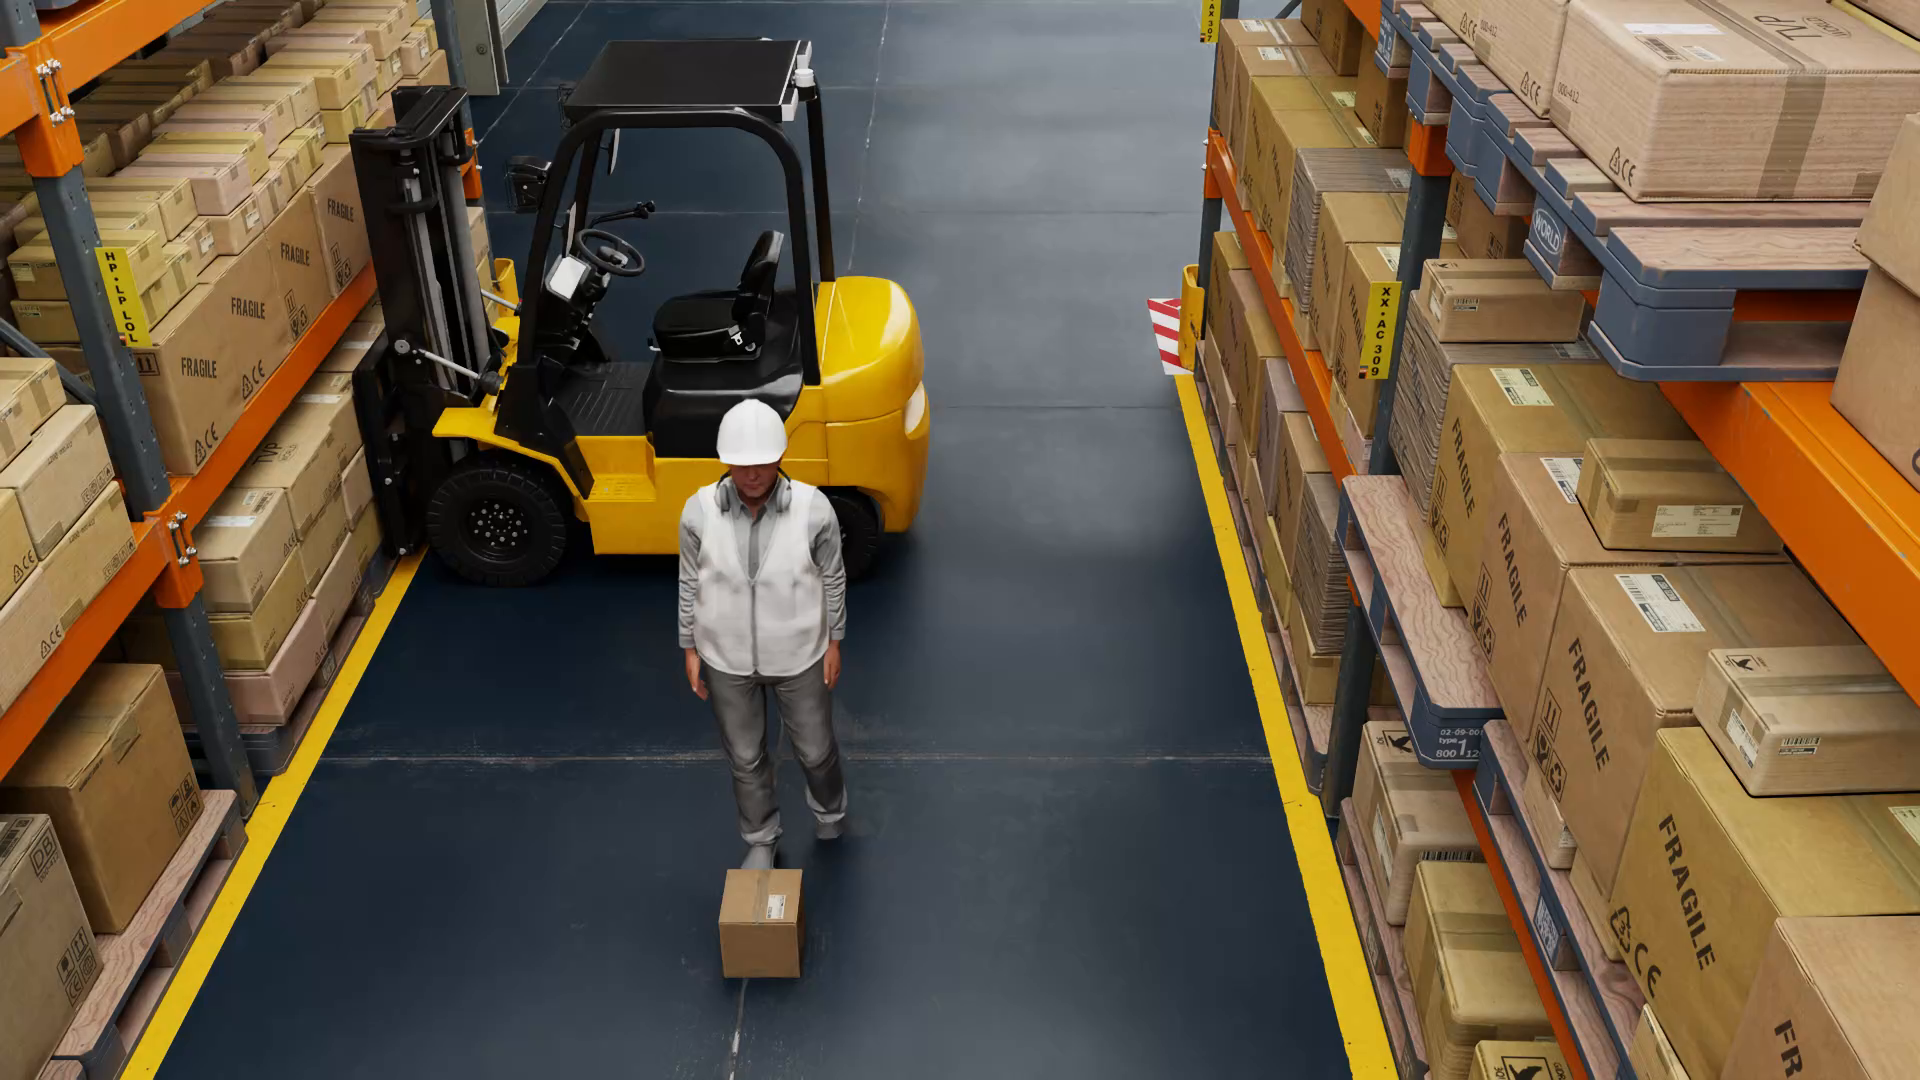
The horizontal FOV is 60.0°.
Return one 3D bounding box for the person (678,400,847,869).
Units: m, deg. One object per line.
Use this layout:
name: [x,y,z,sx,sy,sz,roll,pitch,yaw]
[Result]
person: [-0.649,0.402,5.528,0.556,1.858,0.484,0,31,0]
